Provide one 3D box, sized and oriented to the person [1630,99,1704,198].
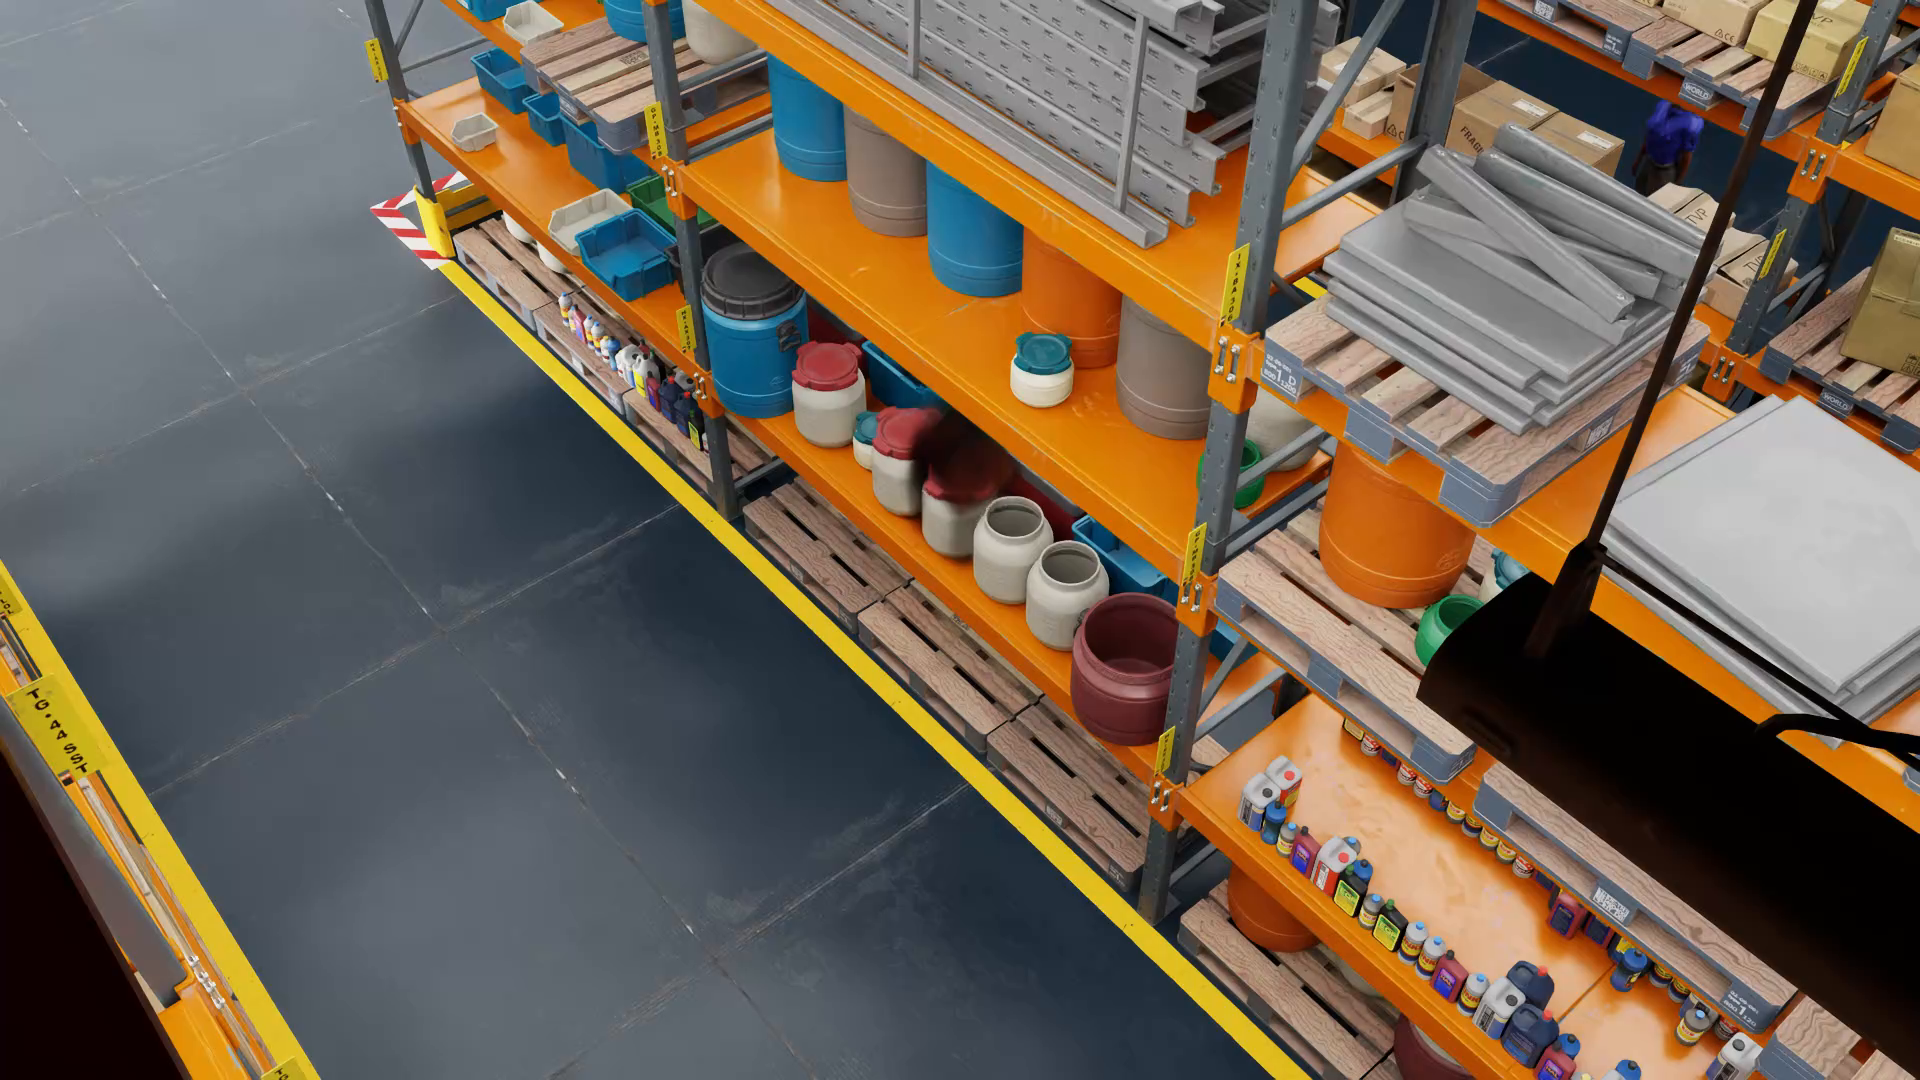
[{"bbox_3d":[5.219,-2.739,12.455,0.348,1.667,0.521,-1,47,-1],"label":"person"}]
